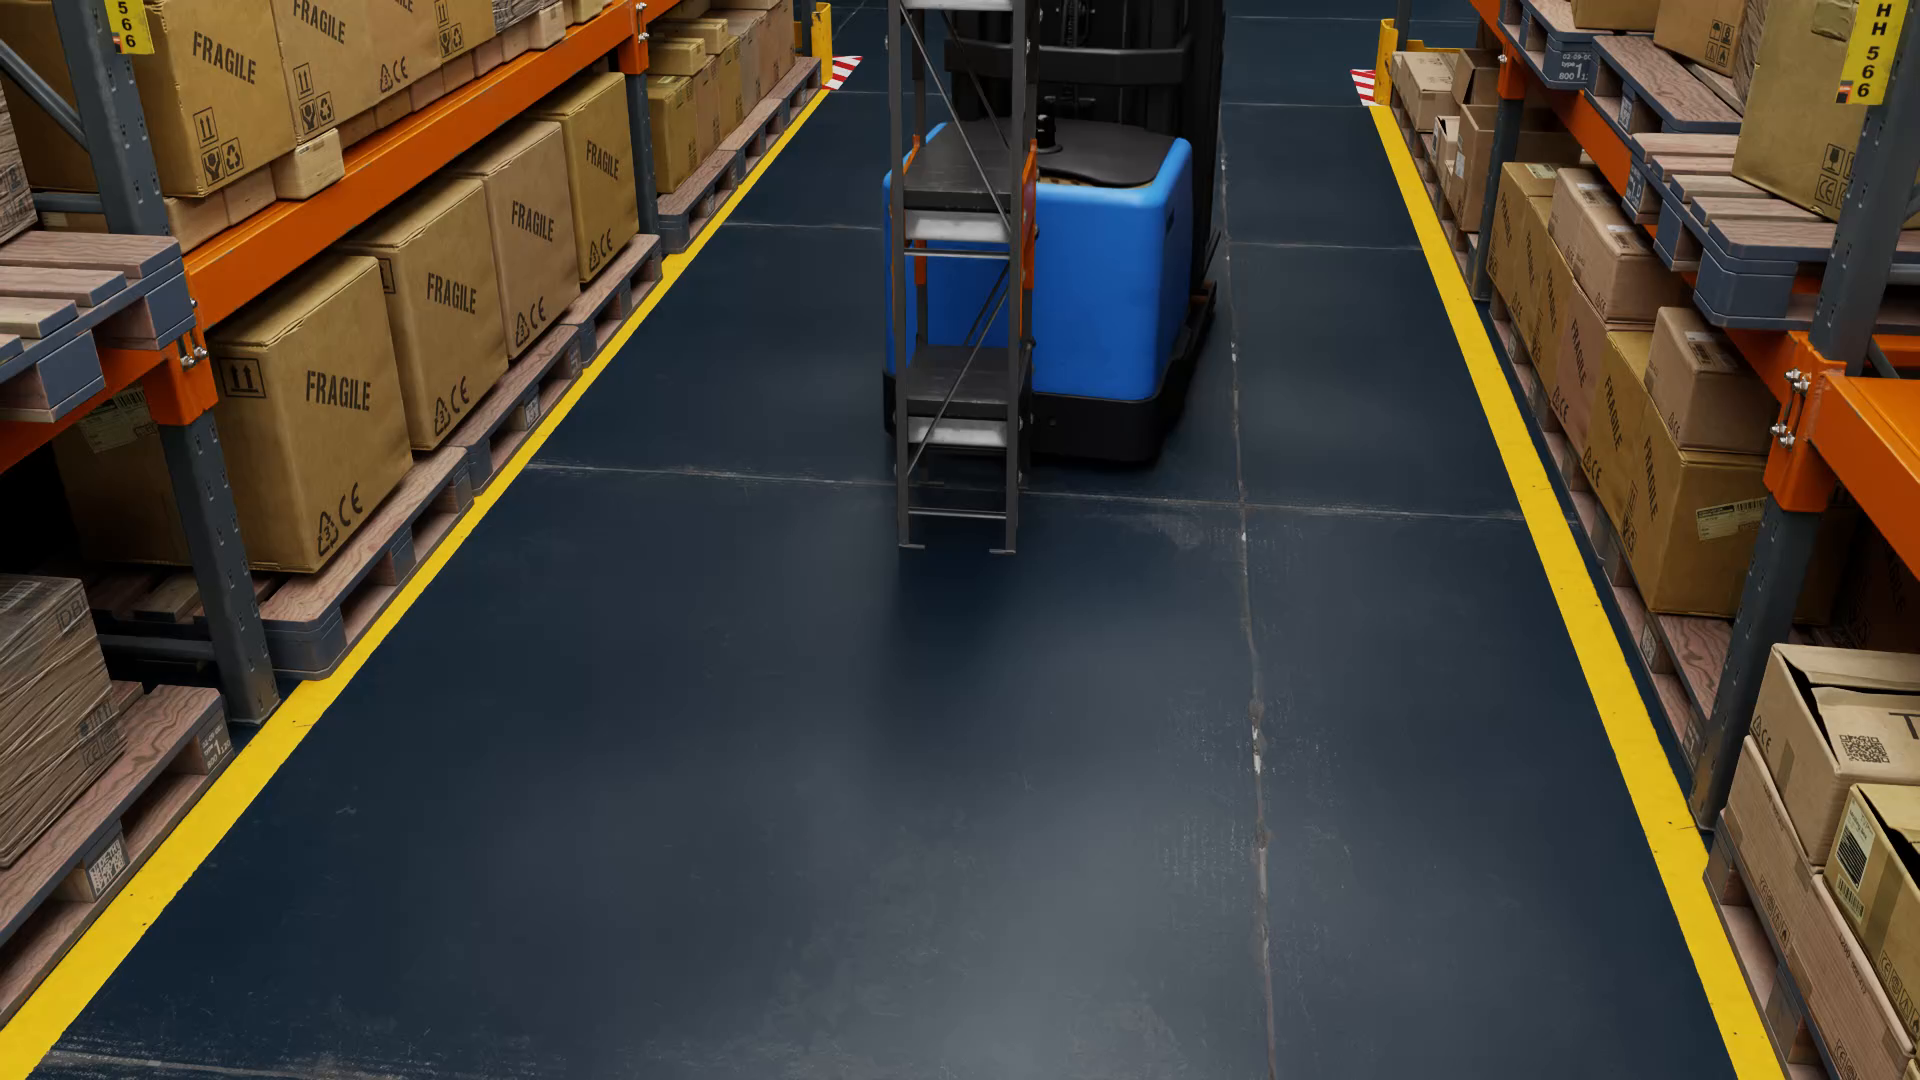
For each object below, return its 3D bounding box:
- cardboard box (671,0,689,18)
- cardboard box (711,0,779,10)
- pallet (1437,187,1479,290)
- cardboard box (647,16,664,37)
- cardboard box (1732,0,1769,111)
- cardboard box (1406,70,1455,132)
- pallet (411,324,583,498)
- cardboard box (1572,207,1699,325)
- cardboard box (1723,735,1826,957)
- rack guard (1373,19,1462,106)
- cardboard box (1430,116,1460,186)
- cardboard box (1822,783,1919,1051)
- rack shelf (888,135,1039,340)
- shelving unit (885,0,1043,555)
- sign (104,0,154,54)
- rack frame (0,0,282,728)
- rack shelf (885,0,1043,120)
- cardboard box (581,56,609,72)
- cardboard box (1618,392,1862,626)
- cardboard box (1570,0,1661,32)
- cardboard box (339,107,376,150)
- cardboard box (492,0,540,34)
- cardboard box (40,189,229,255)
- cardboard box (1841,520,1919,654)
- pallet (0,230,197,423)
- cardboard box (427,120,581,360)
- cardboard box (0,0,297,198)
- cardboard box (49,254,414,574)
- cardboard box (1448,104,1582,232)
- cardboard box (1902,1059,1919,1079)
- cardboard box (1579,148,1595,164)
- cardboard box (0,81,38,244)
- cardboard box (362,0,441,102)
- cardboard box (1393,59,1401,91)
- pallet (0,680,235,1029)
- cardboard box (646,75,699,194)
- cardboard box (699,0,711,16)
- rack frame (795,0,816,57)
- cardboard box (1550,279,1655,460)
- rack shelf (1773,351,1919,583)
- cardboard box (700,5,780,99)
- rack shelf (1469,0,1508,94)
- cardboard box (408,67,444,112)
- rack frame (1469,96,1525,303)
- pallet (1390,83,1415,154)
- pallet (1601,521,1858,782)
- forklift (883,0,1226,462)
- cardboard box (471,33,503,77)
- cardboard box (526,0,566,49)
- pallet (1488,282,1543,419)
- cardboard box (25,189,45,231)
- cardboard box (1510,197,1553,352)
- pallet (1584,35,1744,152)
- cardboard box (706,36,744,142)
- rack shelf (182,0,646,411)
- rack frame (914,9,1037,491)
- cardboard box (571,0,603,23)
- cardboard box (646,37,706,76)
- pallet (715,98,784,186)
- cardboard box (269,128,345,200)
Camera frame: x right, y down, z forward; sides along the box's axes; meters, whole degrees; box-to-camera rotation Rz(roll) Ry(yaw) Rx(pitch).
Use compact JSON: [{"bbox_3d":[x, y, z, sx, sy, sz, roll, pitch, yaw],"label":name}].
[{"bbox_3d":[-1.831,-3.116,9.881,0.380,0.149,0.250,4,29,7],"label":"cardboard box"},{"bbox_3d":[-1.359,-3.451,10.503,0.380,0.149,0.250,4,29,8],"label":"cardboard box"},{"bbox_3d":[3.004,-1.535,8.376,1.003,0.211,1.213,3,28,6],"label":"pallet"},{"bbox_3d":[-1.893,-2.876,9.434,0.380,0.149,0.250,4,29,7],"label":"cardboard box"},{"bbox_3d":[2.696,-1.508,4.838,0.700,0.500,0.500,9,30,16],"label":"cardboard box"},{"bbox_3d":[2.939,-2.595,9.840,0.500,0.250,0.500,3,28,6],"label":"cardboard box"},{"bbox_3d":[-2.164,-0.554,6.556,1.003,0.211,1.213,3,28,6],"label":"pallet"},{"bbox_3d":[2.435,-0.942,5.717,0.500,0.250,0.500,3,28,5],"label":"cardboard box"},{"bbox_3d":[2.074,0.699,3.747,0.500,0.250,0.500,3,28,6],"label":"cardboard box"},{"bbox_3d":[3.400,-3.186,11.136,1.175,0.500,0.348,3,28,6],"label":"rack guard"},{"bbox_3d":[2.800,-2.087,8.832,0.500,0.311,0.500,3,28,6],"label":"cardboard box"},{"bbox_3d":[2.018,0.700,3.154,0.500,0.311,0.500,3,28,5],"label":"cardboard box"},{"bbox_3d":[0.020,-0.990,5.403,0.431,0.518,0.480,3,28,6],"label":"rack shelf"},{"bbox_3d":[0.020,-1.002,5.397,0.431,2.100,0.503,3,28,6],"label":"shelving unit"},{"bbox_3d":[-1.948,-1.290,3.845,0.100,0.325,0.005,3,28,6],"label":"sign"},{"bbox_3d":[-2.488,-0.842,4.151,1.000,3.000,0.127,3,28,6],"label":"rack frame"},{"bbox_3d":[0.020,-1.607,5.071,0.431,0.518,0.480,3,28,6],"label":"rack shelf"},{"bbox_3d":[-2.019,-2.385,8.523,0.380,0.149,0.250,3,28,6],"label":"cardboard box"},{"bbox_3d":[2.311,-0.103,4.951,0.500,0.500,0.500,4,29,8],"label":"cardboard box"},{"bbox_3d":[2.618,-2.131,5.994,0.700,0.500,0.500,8,29,14],"label":"cardboard box"},{"bbox_3d":[-2.130,-1.369,5.372,0.380,0.149,0.250,4,29,7],"label":"cardboard box"},{"bbox_3d":[-1.927,-2.200,6.232,0.500,0.500,0.500,3,29,6],"label":"cardboard box"},{"bbox_3d":[-2.217,-0.882,4.469,0.380,0.149,0.250,3,28,5],"label":"cardboard box"},{"bbox_3d":[2.769,0.153,4.475,0.500,0.500,0.500,5,29,8],"label":"cardboard box"},{"bbox_3d":[-2.469,-0.416,3.562,1.213,0.211,1.003,3,28,6],"label":"pallet"},{"bbox_3d":[-2.054,-1.232,6.697,0.750,0.750,0.750,4,29,8],"label":"cardboard box"},{"bbox_3d":[-2.174,-1.240,4.449,0.500,0.500,0.500,4,29,8],"label":"cardboard box"},{"bbox_3d":[-2.267,-0.419,5.190,0.750,0.750,0.750,3,28,6],"label":"cardboard box"},{"bbox_3d":[2.708,-1.817,8.132,0.500,0.500,0.500,3,28,6],"label":"cardboard box"},{"bbox_3d":[1.955,1.180,2.852,0.500,0.250,0.500,3,28,5],"label":"cardboard box"},{"bbox_3d":[3.282,-1.978,8.783,0.380,0.166,0.250,3,28,6],"label":"cardboard box"},{"bbox_3d":[-2.535,-0.858,3.611,0.700,0.500,0.500,0,28,0],"label":"cardboard box"},{"bbox_3d":[-2.039,-1.720,5.339,0.500,0.500,0.500,3,28,6],"label":"cardboard box"},{"bbox_3d":[2.986,-2.974,10.630,0.380,0.166,0.250,3,28,6],"label":"cardboard box"},{"bbox_3d":[-2.585,0.753,4.130,1.003,0.211,1.213,3,28,6],"label":"pallet"},{"bbox_3d":[-1.804,-2.156,8.782,0.700,0.500,0.500,4,29,7],"label":"cardboard box"},{"bbox_3d":[-1.769,-3.357,10.328,0.380,0.149,0.250,4,29,7],"label":"cardboard box"},{"bbox_3d":[-1.507,-4.608,11.141,1.000,3.000,0.127,3,28,6],"label":"rack frame"},{"bbox_3d":[2.433,-0.594,5.862,0.500,0.500,0.500,2,28,4],"label":"cardboard box"},{"bbox_3d":[2.184,0.702,2.043,1.077,0.370,4.000,3,28,6],"label":"rack shelf"},{"bbox_3d":[-1.555,-3.122,10.575,0.700,0.500,0.500,3,28,6],"label":"cardboard box"},{"bbox_3d":[3.164,-3.064,9.033,1.077,0.370,4.000,3,28,6],"label":"rack shelf"},{"bbox_3d":[-2.040,-1.605,5.810,0.380,0.149,0.250,4,29,6],"label":"cardboard box"},{"bbox_3d":[2.919,-2.439,7.115,1.000,3.000,0.127,3,28,6],"label":"rack frame"},{"bbox_3d":[3.303,-2.683,10.508,1.003,0.211,1.213,3,28,6],"label":"pallet"},{"bbox_3d":[2.558,0.322,4.930,1.003,0.211,1.213,3,28,6],"label":"pallet"},{"bbox_3d":[0.563,-2.262,6.858,1.130,2.935,3.031,7,29,12],"label":"forklift"},{"bbox_3d":[-1.957,-1.852,6.270,0.380,0.149,0.250,3,28,5],"label":"cardboard box"},{"bbox_3d":[-1.816,-2.081,6.693,0.380,0.149,0.250,3,28,6],"label":"cardboard box"},{"bbox_3d":[2.857,-0.826,7.062,1.003,0.211,1.213,3,28,6],"label":"pallet"},{"bbox_3d":[-2.702,-0.909,4.518,0.380,0.149,0.250,4,29,7],"label":"cardboard box"},{"bbox_3d":[2.564,-1.067,6.740,0.500,0.500,0.500,4,29,7],"label":"cardboard box"},{"bbox_3d":[2.663,-1.388,5.365,1.003,0.211,1.213,3,28,6],"label":"pallet"},{"bbox_3d":[-1.674,-2.634,9.668,0.700,0.500,0.500,4,29,7],"label":"cardboard box"},{"bbox_3d":[-2.242,-1.467,6.069,1.077,0.370,4.000,3,28,6],"label":"rack shelf"},{"bbox_3d":[0.050,-1.117,5.610,0.400,2.100,0.015,3,28,6],"label":"rack frame"},{"bbox_3d":[-1.765,-2.328,7.152,0.380,0.149,0.250,4,29,7],"label":"cardboard box"},{"bbox_3d":[-1.581,-2.592,8.907,0.380,0.149,0.250,4,29,8],"label":"cardboard box"},{"bbox_3d":[-1.680,-2.427,10.032,1.003,0.211,1.213,3,28,6],"label":"pallet"},{"bbox_3d":[-2.061,-1.120,4.911,0.380,0.149,0.250,4,29,8],"label":"cardboard box"}]
